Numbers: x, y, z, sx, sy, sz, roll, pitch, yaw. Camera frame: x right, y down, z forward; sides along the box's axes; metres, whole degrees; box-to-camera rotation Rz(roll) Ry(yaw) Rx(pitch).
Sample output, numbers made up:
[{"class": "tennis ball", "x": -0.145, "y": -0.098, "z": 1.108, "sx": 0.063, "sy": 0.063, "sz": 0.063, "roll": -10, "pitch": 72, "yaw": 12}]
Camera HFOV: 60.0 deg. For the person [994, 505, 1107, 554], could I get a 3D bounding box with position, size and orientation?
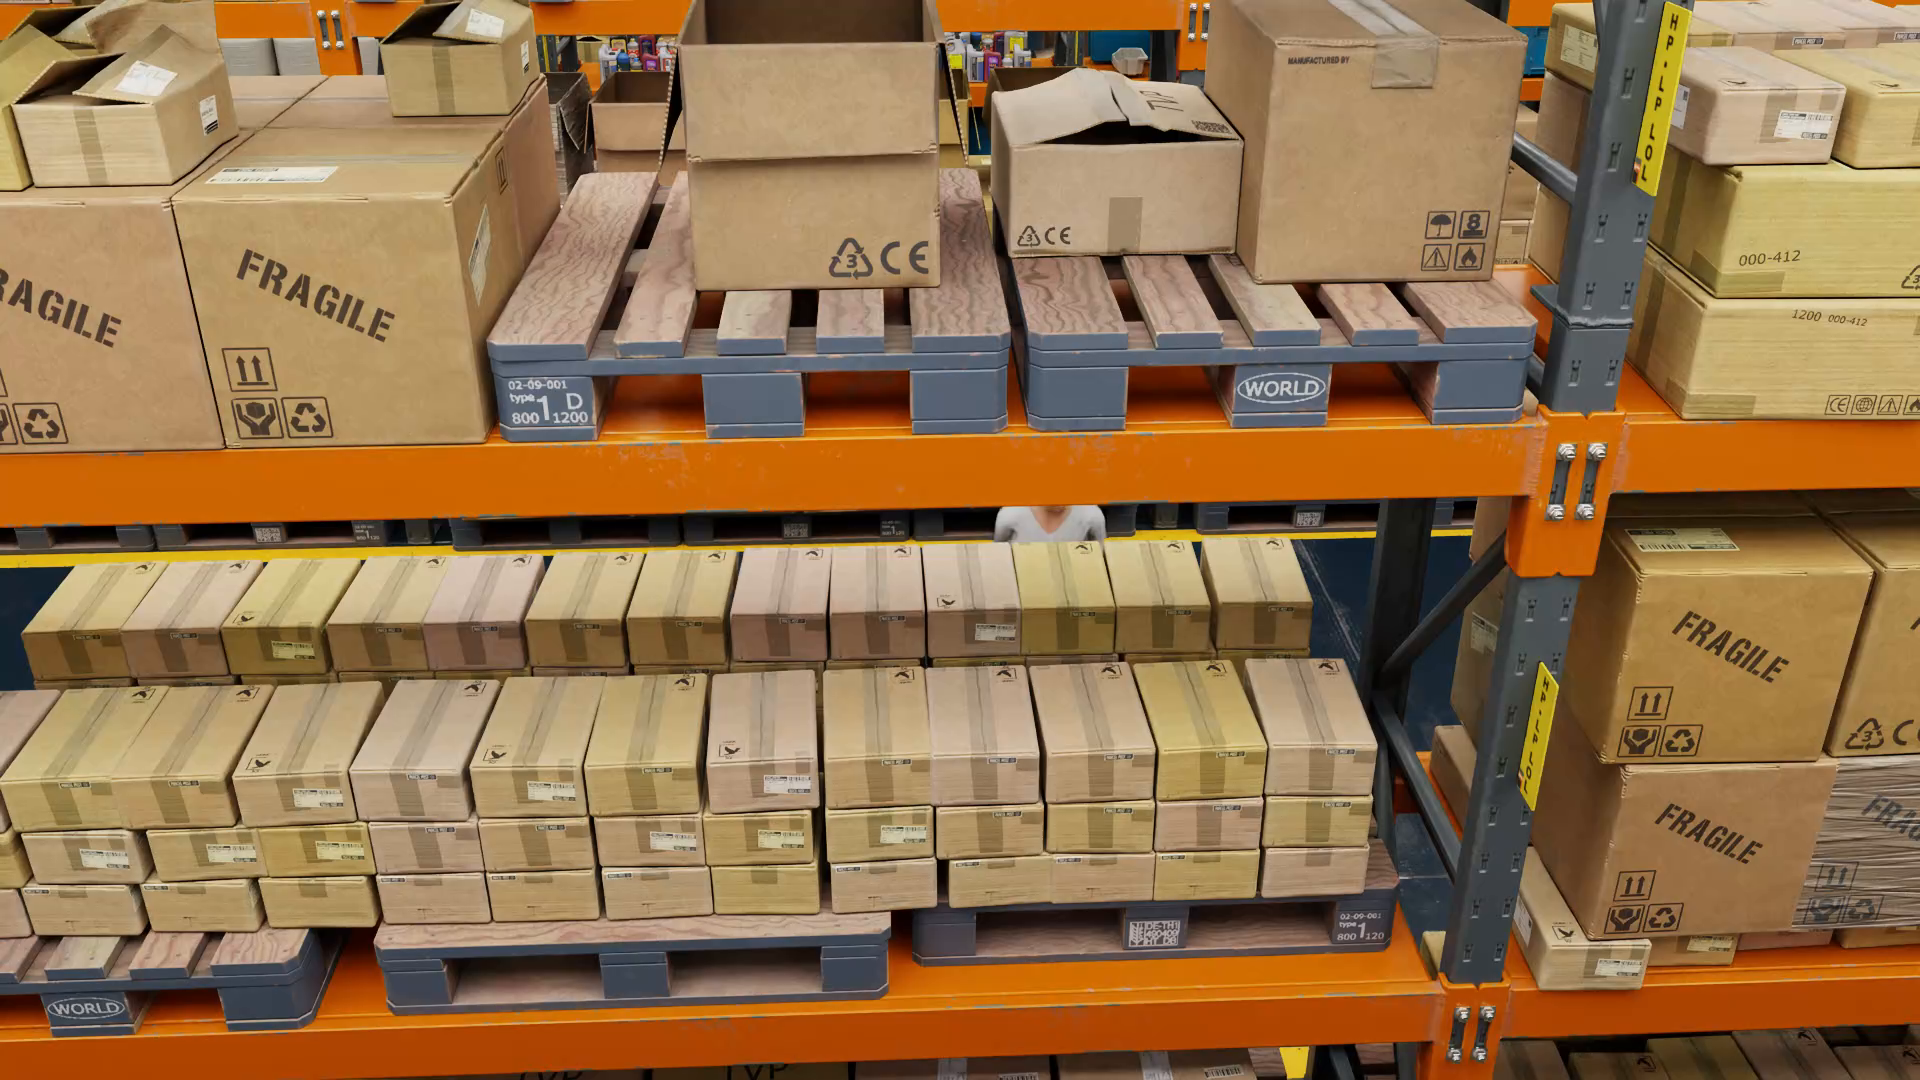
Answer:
[{"class": "person", "x": 0.342, "y": 0.375, "z": 6.438, "sx": 0.447, "sy": 1.655, "sz": 0.352, "roll": -1, "pitch": 28, "yaw": -2}]
